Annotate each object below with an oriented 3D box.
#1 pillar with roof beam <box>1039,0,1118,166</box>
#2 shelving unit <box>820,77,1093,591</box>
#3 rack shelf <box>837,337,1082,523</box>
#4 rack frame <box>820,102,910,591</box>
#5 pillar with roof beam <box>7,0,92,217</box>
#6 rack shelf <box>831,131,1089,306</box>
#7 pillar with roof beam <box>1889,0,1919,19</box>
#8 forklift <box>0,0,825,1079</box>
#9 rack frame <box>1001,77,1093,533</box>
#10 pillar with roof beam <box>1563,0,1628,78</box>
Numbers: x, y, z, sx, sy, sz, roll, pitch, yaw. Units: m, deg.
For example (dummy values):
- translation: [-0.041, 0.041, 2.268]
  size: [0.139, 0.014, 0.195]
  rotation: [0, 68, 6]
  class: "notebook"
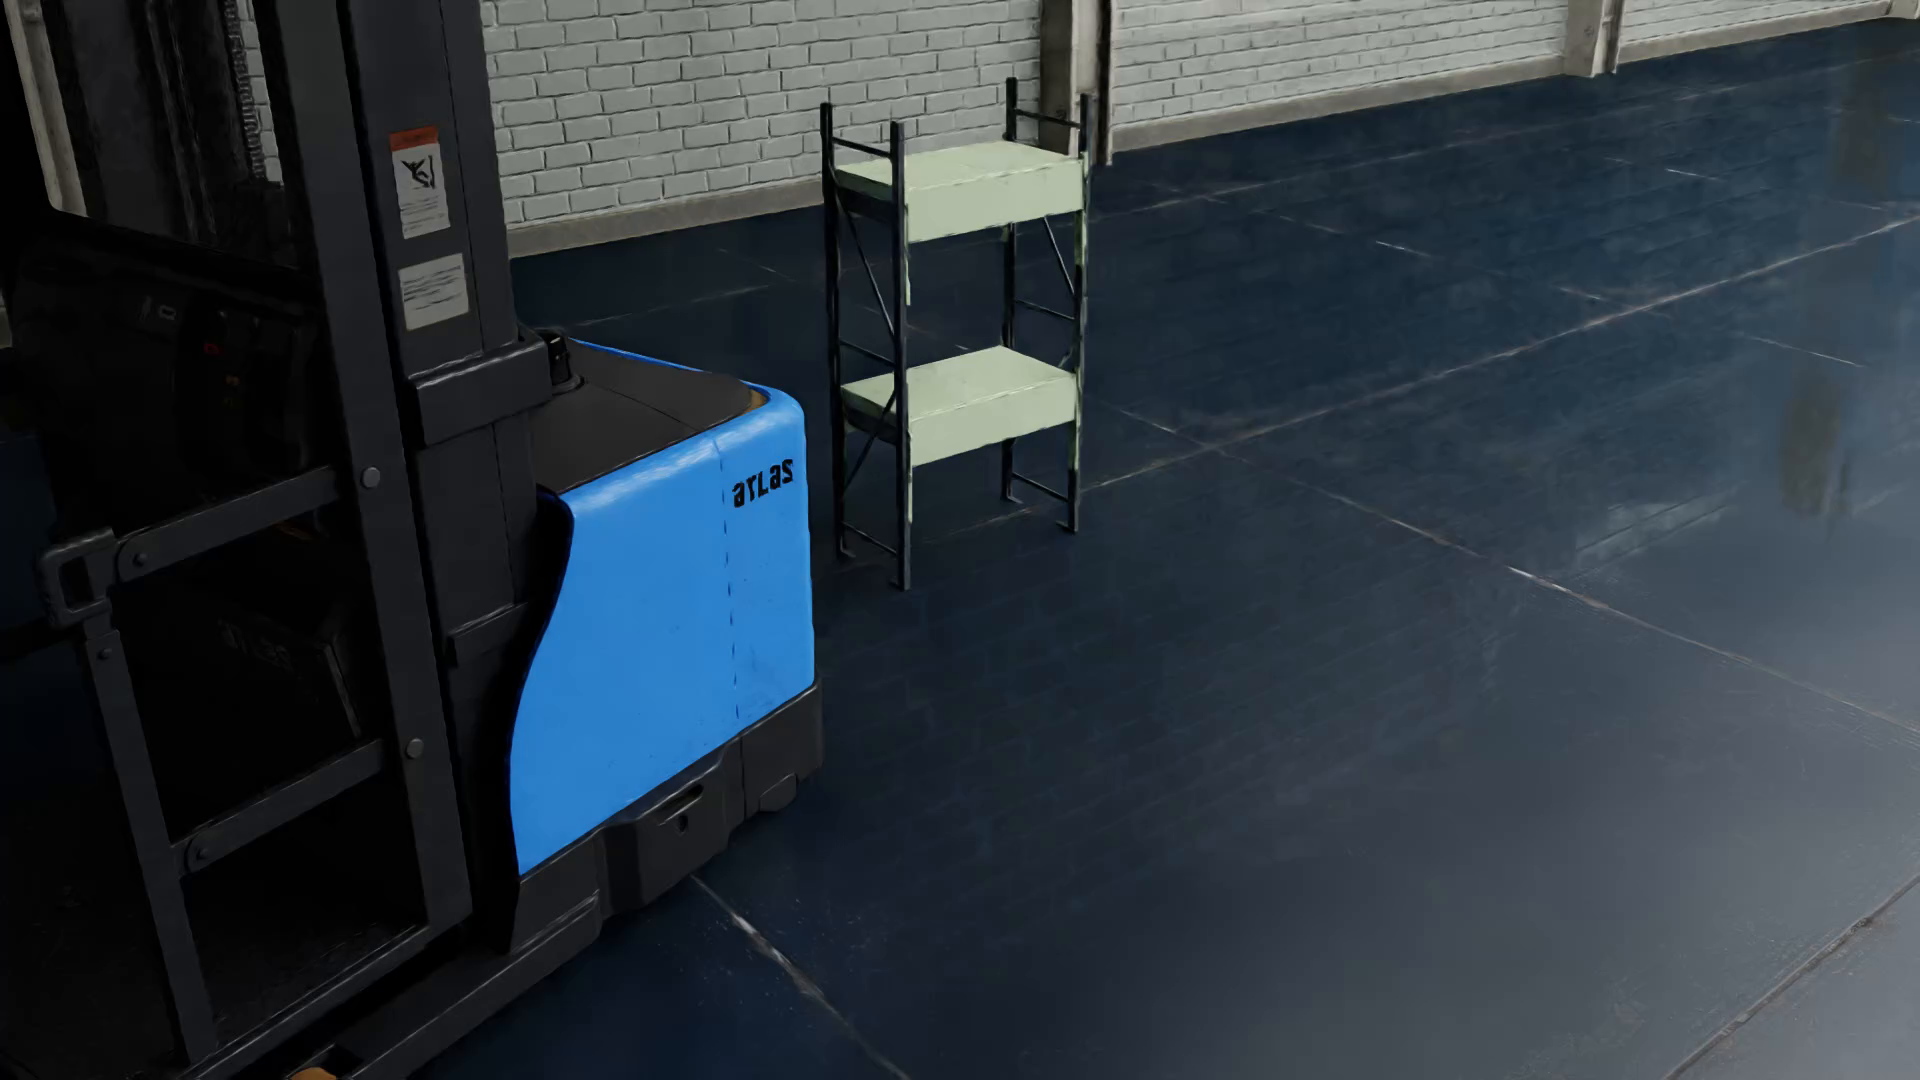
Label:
- translation: [3.430, -5.182, 6.226]
  size: [0.400, 9.000, 9.100]
  rotation: [-18, 31, -34]
  class: "pillar with roof beam"
- translation: [-0.005, -0.679, 5.431]
  size: [0.755, 1.500, 0.431]
  rotation: [-18, 31, -34]
  class: "shelving unit"
- translation: [-0.005, -0.383, 5.568]
  size: [0.720, 0.370, 0.431]
  rotation: [-18, 31, -34]
  class: "rack shelf"
- translation: [-0.293, -0.583, 5.226]
  size: [0.023, 1.500, 0.400]
  rotation: [-18, 31, -34]
  class: "rack frame"
- translation: [-1.291, -3.623, 2.868]
  size: [0.400, 9.000, 9.100]
  rotation: [-18, 31, -34]
  class: "pillar with roof beam"
- translation: [-0.005, -1.033, 5.266]
  size: [0.720, 0.370, 0.431]
  rotation: [-18, 31, -34]
  class: "rack shelf"
- translation: [12.873, -8.299, 12.943]
  size: [0.400, 9.000, 9.100]
  rotation: [-18, 31, -34]
  class: "pillar with roof beam"
- translation: [-1.603, -0.305, 2.926]
  size: [1.130, 2.935, 3.031]
  rotation: [16, 29, 31]
  class: "forklift"
- translation: [0.283, -0.774, 5.635]
  size: [0.023, 1.500, 0.400]
  rotation: [-18, 31, -34]
  class: "rack frame"
- translation: [8.152, -6.741, 9.584]
  size: [0.400, 9.000, 9.100]
  rotation: [-18, 31, -34]
  class: "pillar with roof beam"
